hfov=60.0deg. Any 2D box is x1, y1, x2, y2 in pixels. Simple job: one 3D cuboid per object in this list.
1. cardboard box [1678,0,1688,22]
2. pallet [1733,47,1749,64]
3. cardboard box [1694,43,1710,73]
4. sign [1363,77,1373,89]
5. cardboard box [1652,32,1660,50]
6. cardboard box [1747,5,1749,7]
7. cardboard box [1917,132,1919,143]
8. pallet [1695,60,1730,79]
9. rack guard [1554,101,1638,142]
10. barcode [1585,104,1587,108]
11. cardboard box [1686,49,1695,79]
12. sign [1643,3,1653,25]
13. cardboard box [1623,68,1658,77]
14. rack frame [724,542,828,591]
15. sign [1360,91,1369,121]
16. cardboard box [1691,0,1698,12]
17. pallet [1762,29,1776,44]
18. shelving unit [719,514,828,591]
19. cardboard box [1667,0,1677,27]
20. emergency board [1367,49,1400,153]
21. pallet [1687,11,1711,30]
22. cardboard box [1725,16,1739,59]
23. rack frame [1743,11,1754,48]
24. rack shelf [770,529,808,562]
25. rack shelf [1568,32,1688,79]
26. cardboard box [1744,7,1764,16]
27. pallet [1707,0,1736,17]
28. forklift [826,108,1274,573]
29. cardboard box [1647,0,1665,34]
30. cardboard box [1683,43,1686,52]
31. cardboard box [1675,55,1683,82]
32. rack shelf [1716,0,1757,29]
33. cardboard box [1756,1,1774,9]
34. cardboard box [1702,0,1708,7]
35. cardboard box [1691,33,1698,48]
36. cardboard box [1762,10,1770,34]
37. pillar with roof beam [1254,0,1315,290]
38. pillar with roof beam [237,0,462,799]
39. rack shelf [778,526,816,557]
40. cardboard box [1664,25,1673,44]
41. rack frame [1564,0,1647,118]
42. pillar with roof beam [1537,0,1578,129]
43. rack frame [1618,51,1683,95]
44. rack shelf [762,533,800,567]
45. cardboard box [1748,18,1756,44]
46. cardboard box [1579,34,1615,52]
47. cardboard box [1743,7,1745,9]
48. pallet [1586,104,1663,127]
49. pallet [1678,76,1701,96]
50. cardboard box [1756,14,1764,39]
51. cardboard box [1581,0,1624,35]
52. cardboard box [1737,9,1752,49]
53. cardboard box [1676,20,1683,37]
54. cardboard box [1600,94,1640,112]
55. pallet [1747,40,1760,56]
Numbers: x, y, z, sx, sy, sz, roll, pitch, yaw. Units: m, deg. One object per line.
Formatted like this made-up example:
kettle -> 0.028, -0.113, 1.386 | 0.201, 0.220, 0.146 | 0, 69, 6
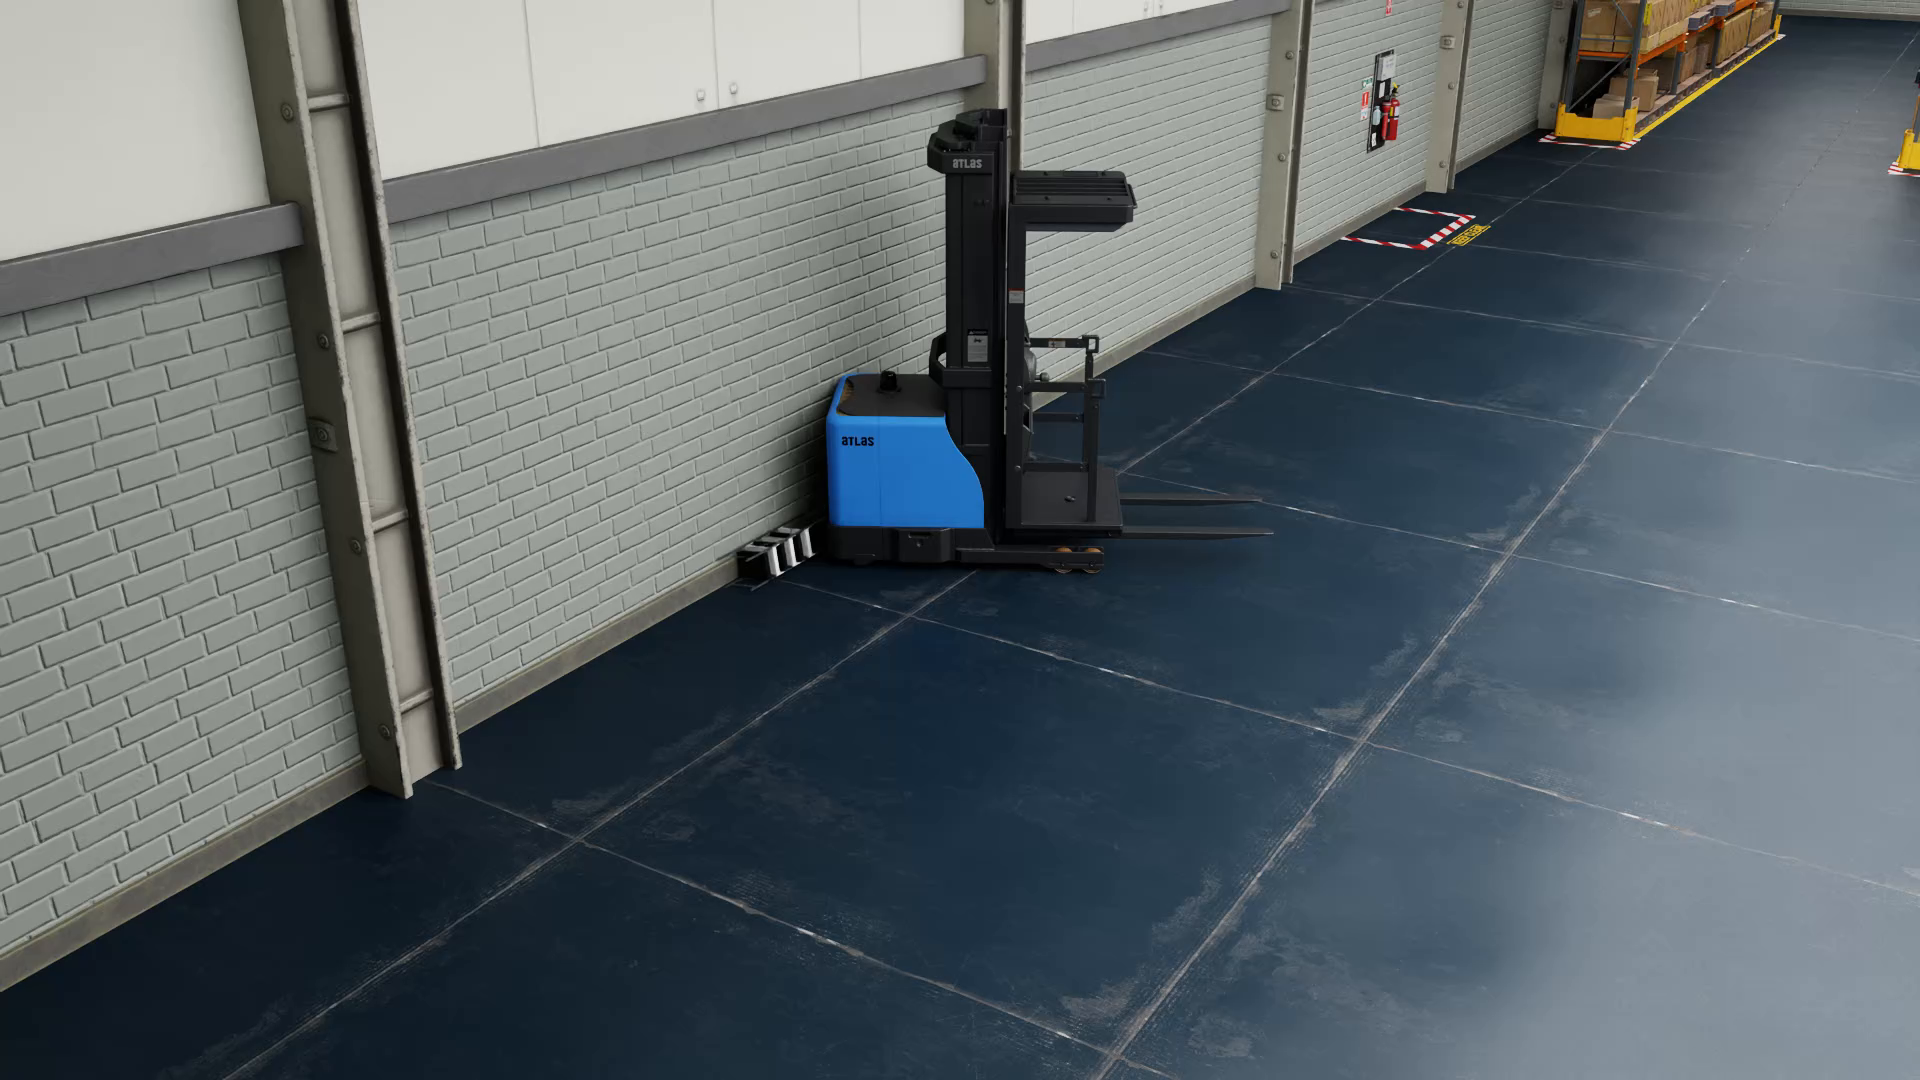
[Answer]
cardboard box -> 11.982, -9.052, 28.104 | 0.500, 0.500, 0.500 | 14, 27, 29
pallet -> 16.104, -10.306, 35.290 | 1.003, 0.211, 1.213 | 14, 27, 29
cardboard box -> 14.002, -9.313, 32.079 | 0.700, 0.500, 0.500 | 14, 27, 30
sign -> 4.881, -5.472, 19.903 | 0.001, 0.109, 0.331 | 14, 27, 29
cardboard box -> 10.906, -8.028, 26.683 | 0.500, 0.250, 0.500 | 13, 27, 27
cardboard box -> 17.502, -11.954, 37.388 | 0.380, 0.149, 0.250 | 14, 27, 29
cardboard box -> 14.360, -5.949, 24.648 | 0.500, 0.250, 0.500 | 14, 27, 29
pallet -> 14.817, -9.482, 33.388 | 1.003, 0.211, 1.213 | 14, 27, 29
rack guard -> 10.157, -6.690, 26.575 | 1.175, 0.500, 0.348 | 14, 27, 29
barcode -> 10.228, -7.088, 27.167 | 0.001, 0.075, 0.075 | 14, 27, 29
cardboard box -> 13.393, -8.989, 31.332 | 0.700, 0.500, 0.500 | 14, 27, 29
sign -> 10.578, -8.095, 25.584 | 0.100, 0.325, 0.005 | 14, 27, 29
cardboard box -> 11.714, -7.858, 28.718 | 0.500, 0.500, 0.500 | 12, 26, 25
rack frame -> -1.225, 0.171, 11.295 | 0.240, 0.006, 0.900 | 5, 22, 32
sign -> 4.872, -5.229, 20.009 | 0.001, 0.329, 0.234 | 14, 27, 29
cardboard box -> 12.826, -9.761, 29.843 | 0.700, 0.500, 0.500 | 17, 29, 34
pallet -> 18.202, -11.646, 38.386 | 1.003, 0.211, 1.213 | 14, 27, 29
shelving unit -> -1.238, 0.076, 11.262 | 0.258, 0.210, 0.900 | 5, 22, 32
cardboard box -> 11.434, -8.709, 27.311 | 0.500, 0.500, 0.500 | 15, 27, 31
emergency board -> 5.251, -5.378, 20.397 | 0.194, 1.169, 0.643 | 14, 27, 29
pallet -> 12.754, -9.301, 29.701 | 1.003, 0.211, 1.213 | 14, 27, 29
cardboard box -> 15.304, -10.233, 33.789 | 0.750, 0.750, 0.750 | 14, 27, 29
rack frame -> 16.447, -11.862, 35.375 | 1.000, 3.000, 0.127 | 14, 27, 29
rack shelf -> -1.173, 0.034, 11.358 | 0.258, 0.200, 0.077 | 5, 22, 32
rack shelf -> 11.172, -8.157, 27.721 | 1.077, 0.370, 4.000 | 14, 27, 29
cardboard box -> 17.540, -11.690, 36.778 | 0.380, 0.149, 0.250 | 13, 27, 27
pallet -> 14.052, -10.161, 31.687 | 1.213, 0.211, 1.003 | 14, 27, 29
forklift -> 0.630, -1.336, 11.148 | 3.031, 2.935, 1.130 | 1, 23, 2
cardboard box -> 10.894, -8.359, 26.503 | 0.500, 0.500, 0.500 | 14, 27, 29
cardboard box -> 13.102, -9.138, 30.732 | 0.500, 0.250, 0.500 | 13, 27, 27
cardboard box -> 12.831, -8.653, 30.556 | 0.700, 0.500, 0.500 | 13, 27, 28
rack shelf -> 15.392, -10.857, 33.958 | 1.077, 0.370, 4.000 | 14, 27, 29
cardboard box -> 18.360, -12.216, 37.995 | 0.380, 0.149, 0.250 | 14, 27, 28
cardboard box -> 13.460, -10.174, 30.795 | 0.700, 0.500, 0.500 | 14, 27, 29
cardboard box -> 13.648, -9.477, 31.516 | 0.500, 0.250, 0.500 | 14, 27, 30
cardboard box -> 18.009, -11.831, 37.922 | 0.700, 0.500, 0.500 | 14, 27, 29
pillar with roof beam -> 7.079, -6.030, 14.352 | 9.100, 9.000, 0.400 | 14, 27, 29
pillar with roof beam -> 0.749, -1.980, 4.996 | 9.100, 9.000, 0.400 | 14, 27, 29
rack shelf -> -1.125, 0.004, 11.428 | 0.258, 0.200, 0.077 | 5, 22, 32
cardboard box -> 11.449, -8.369, 27.471 | 0.500, 0.250, 0.500 | 14, 27, 29
rack frame -> 10.117, -7.812, 26.019 | 1.000, 3.000, 0.127 | 14, 27, 29
pillar with roof beam -> 13.409, -10.080, 23.708 | 9.100, 9.000, 0.400 | 14, 27, 29
rack frame -> 12.227, -9.162, 29.137 | 1.000, 3.000, 0.127 | 14, 27, 29
rack shelf -> -1.220, 0.064, 11.288 | 0.258, 0.200, 0.077 | 5, 22, 32
cardboard box -> 16.929, -11.138, 36.321 | 0.700, 0.500, 0.500 | 14, 27, 30
cardboard box -> 10.199, -7.950, 26.503 | 0.500, 0.250, 0.500 | 14, 27, 30
cardboard box -> 17.232, -11.781, 36.989 | 0.380, 0.149, 0.250 | 14, 27, 29
pallet -> 11.260, -7.235, 28.196 | 1.003, 0.211, 1.213 | 14, 27, 29
pallet -> 13.279, -8.558, 31.254 | 1.003, 0.211, 1.213 | 14, 27, 29
cardboard box -> 17.469, -11.480, 37.110 | 0.700, 0.500, 0.500 | 15, 27, 30
cardboard box -> 10.185, -8.300, 26.366 | 0.500, 0.500, 0.500 | 14, 27, 28
cardboard box -> 16.215, -10.821, 35.149 | 0.750, 0.750, 0.750 | 14, 27, 30
cardboard box -> 11.965, -8.712, 28.263 | 0.500, 0.250, 0.500 | 14, 27, 29
cardboard box -> 10.859, -7.187, 27.406 | 0.500, 0.311, 0.500 | 16, 28, 33
pallet -> 16.915, -10.822, 36.484 | 1.003, 0.211, 1.213 | 14, 27, 29
